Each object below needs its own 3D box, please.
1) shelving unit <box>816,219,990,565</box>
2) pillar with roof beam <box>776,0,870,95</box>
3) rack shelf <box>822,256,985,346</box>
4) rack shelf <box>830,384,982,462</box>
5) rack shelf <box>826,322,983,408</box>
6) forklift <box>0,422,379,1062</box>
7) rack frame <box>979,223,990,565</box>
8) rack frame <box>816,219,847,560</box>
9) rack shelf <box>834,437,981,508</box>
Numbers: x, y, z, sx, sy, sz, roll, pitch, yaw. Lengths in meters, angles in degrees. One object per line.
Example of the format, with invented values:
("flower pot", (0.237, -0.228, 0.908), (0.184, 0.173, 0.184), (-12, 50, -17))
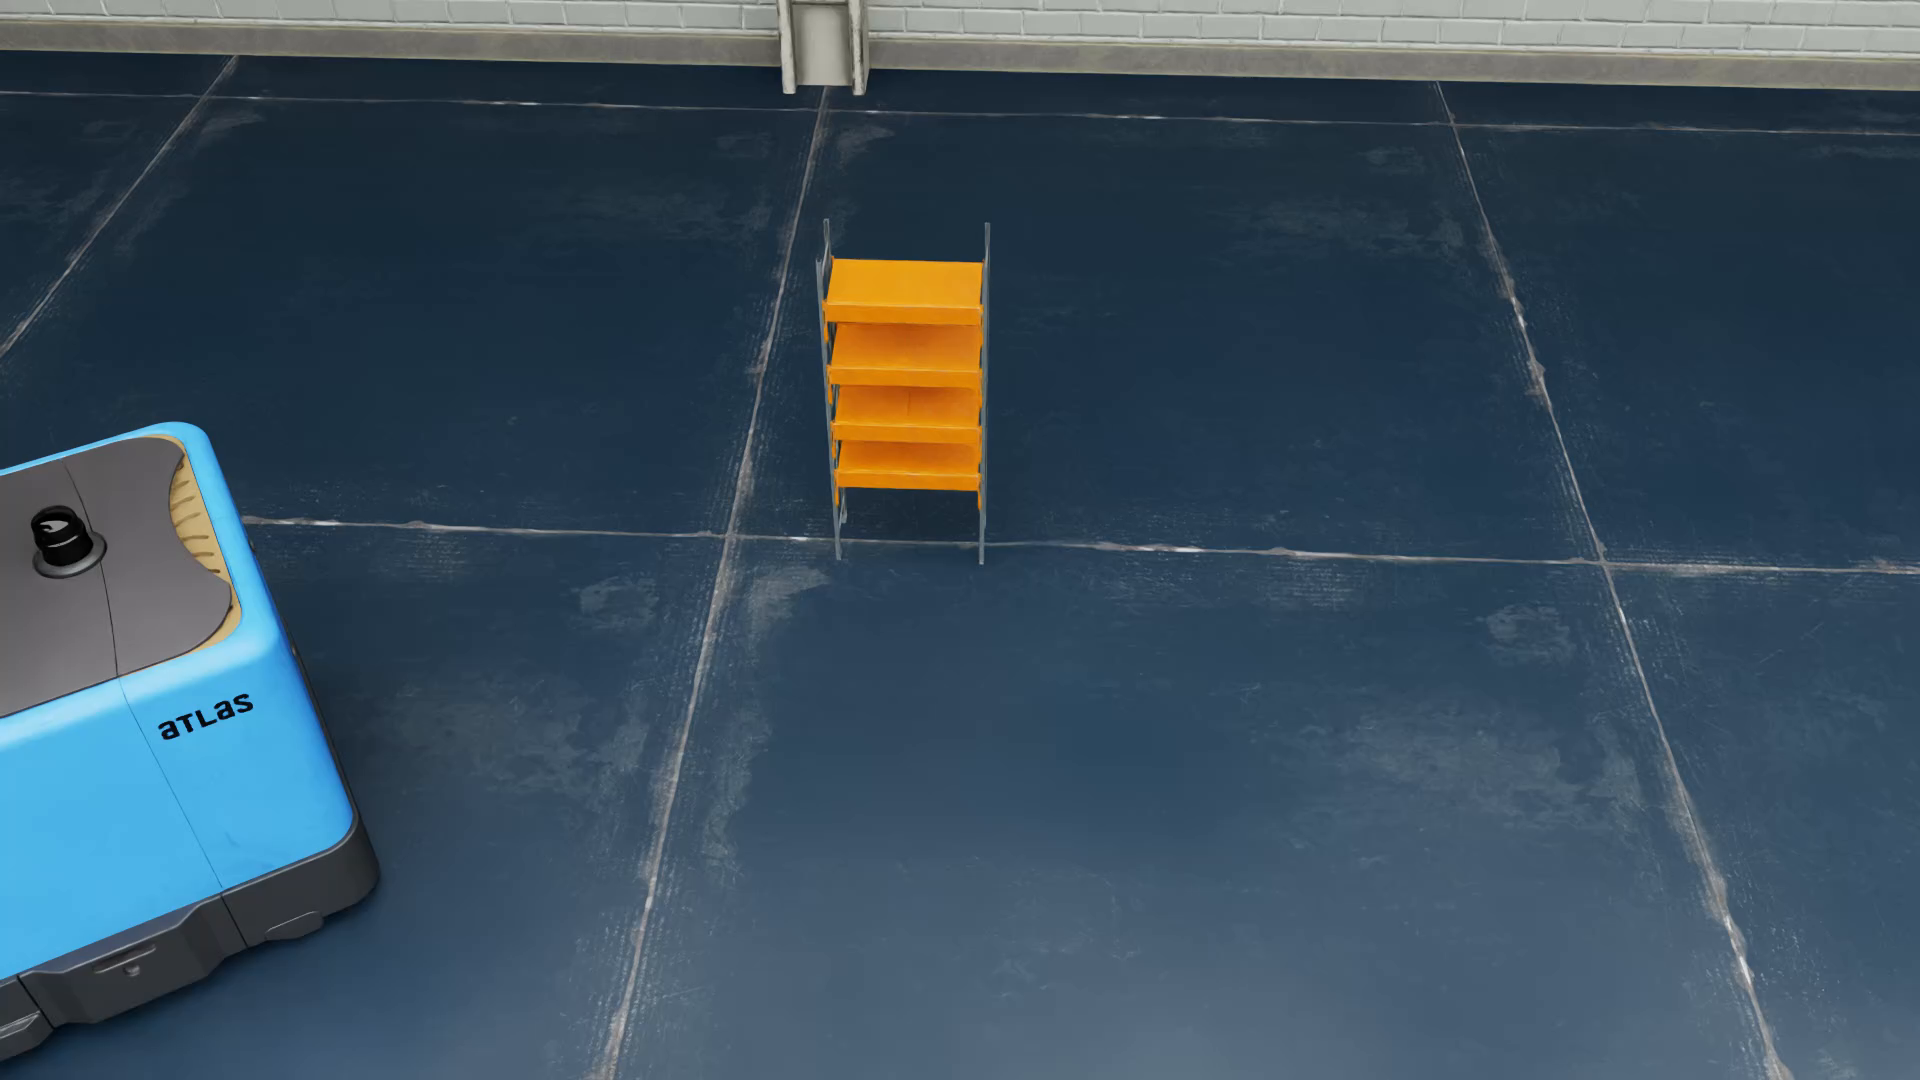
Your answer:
("shelving unit", (-0.165, -0.444, 5.346), (0.503, 1.200, 0.258), (2, 43, 2))
("pillar with roof beam", (-0.849, -2.631, 1.972), (0.400, 9.000, 9.100), (2, 43, 2))
("rack shelf", (-0.165, -0.732, 5.079), (0.480, 0.148, 0.258), (2, 43, 2))
("rack shelf", (-0.165, -0.395, 5.392), (0.480, 0.148, 0.258), (2, 43, 2))
("rack shelf", (-0.165, -0.559, 5.240), (0.480, 0.148, 0.258), (2, 43, 2))
("forklift", (-3.159, 0.147, 3.442), (3.031, 2.935, 1.130), (-21, 47, -21))
("rack frame", (0.078, -0.437, 5.338), (0.015, 1.200, 0.240), (2, 43, 2))
("rack frame", (-0.409, -0.452, 5.355), (0.015, 1.200, 0.240), (2, 43, 2))
("rack shelf", (-0.165, -0.250, 5.528), (0.480, 0.148, 0.258), (2, 43, 2))
